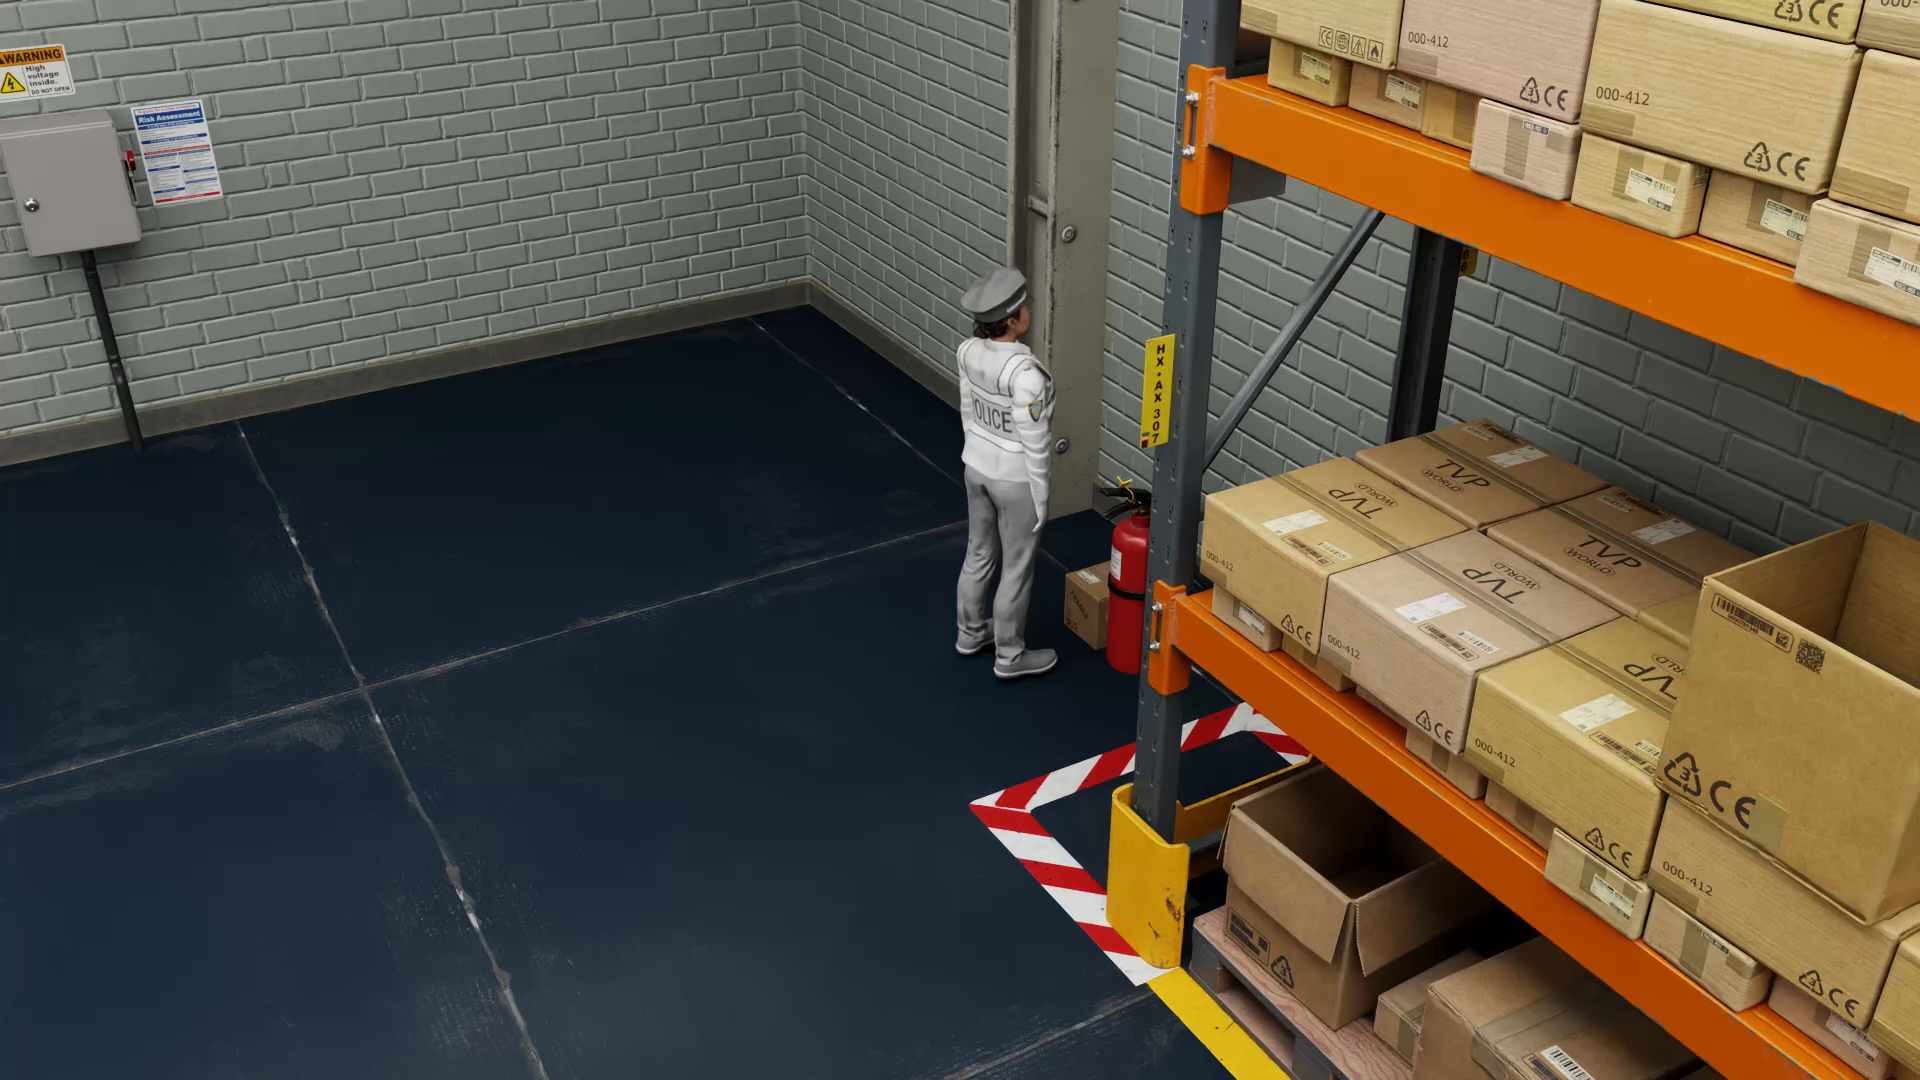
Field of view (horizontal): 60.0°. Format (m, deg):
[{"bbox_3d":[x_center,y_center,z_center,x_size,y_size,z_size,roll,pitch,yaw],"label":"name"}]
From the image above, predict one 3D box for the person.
[{"bbox_3d":[0.184,-0.251,6.501,0.355,1.690,0.490,-21,36,-33],"label":"person"}]
